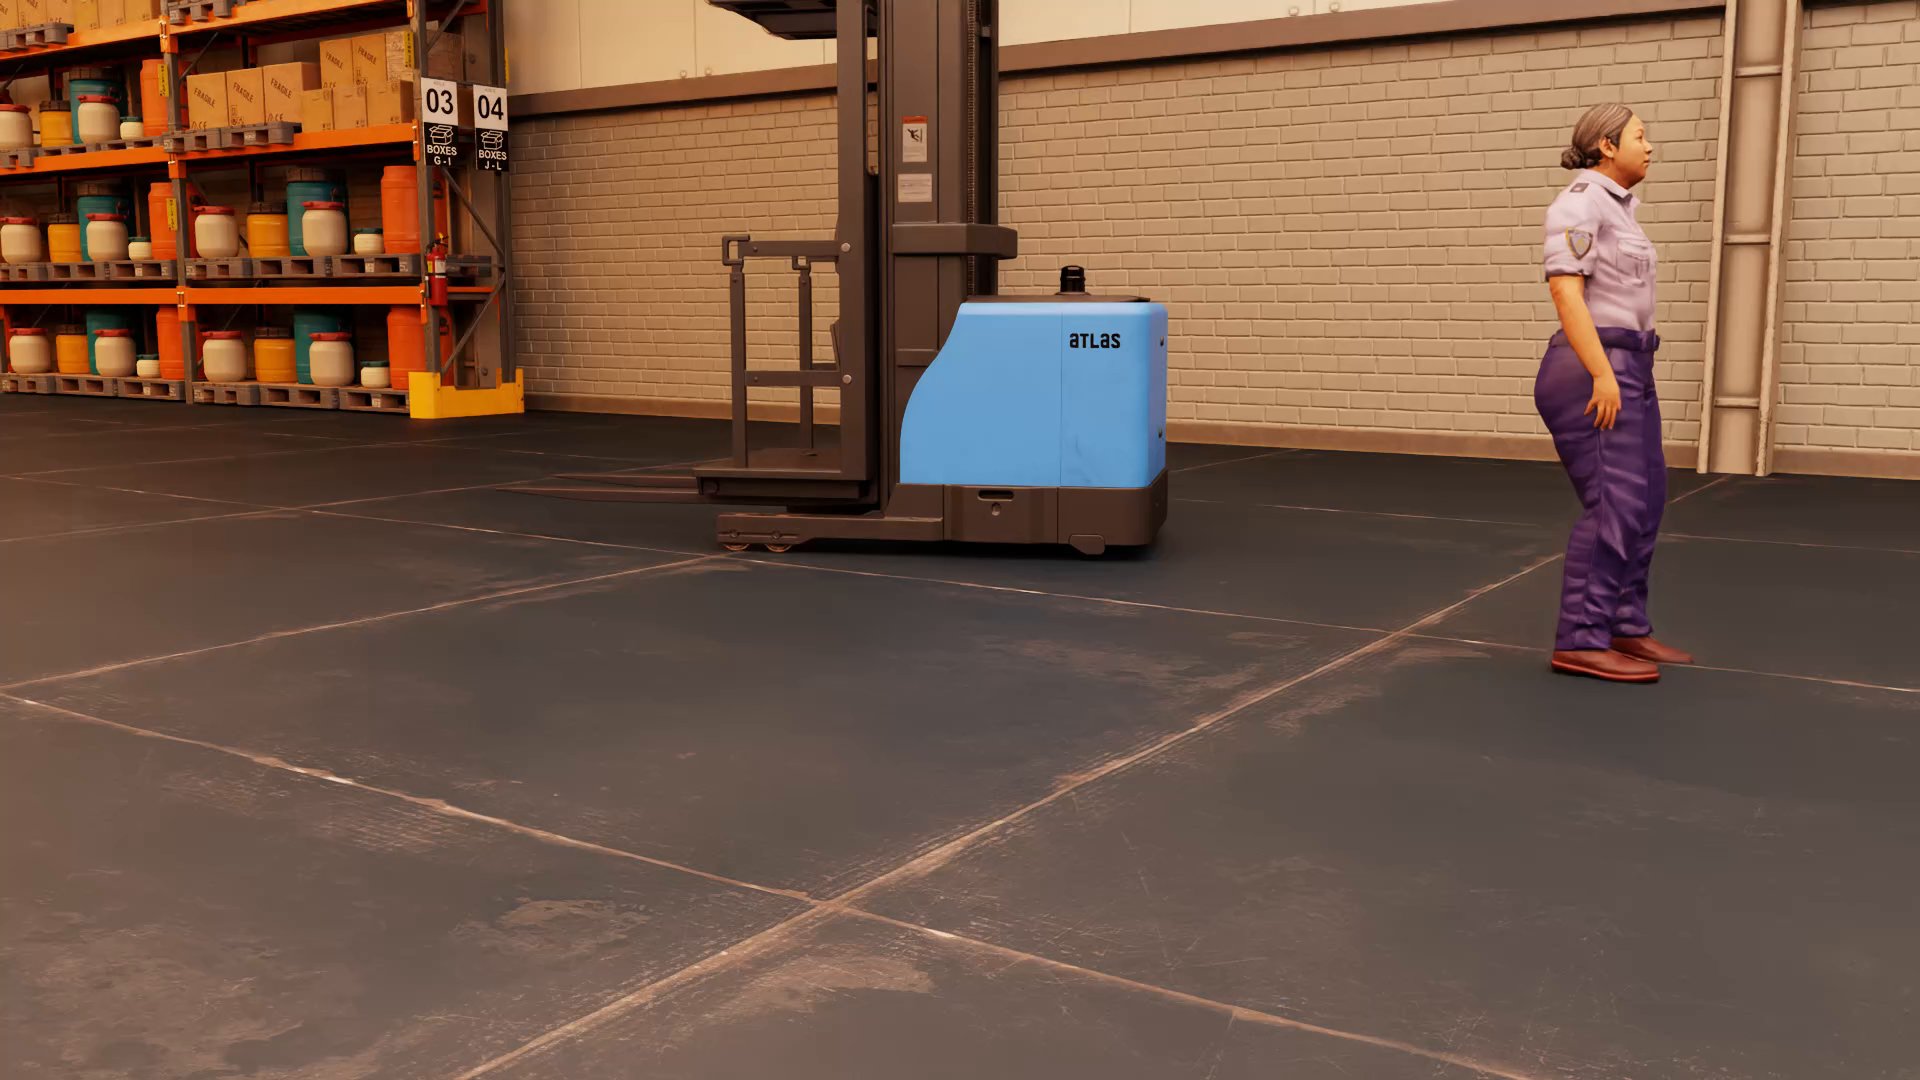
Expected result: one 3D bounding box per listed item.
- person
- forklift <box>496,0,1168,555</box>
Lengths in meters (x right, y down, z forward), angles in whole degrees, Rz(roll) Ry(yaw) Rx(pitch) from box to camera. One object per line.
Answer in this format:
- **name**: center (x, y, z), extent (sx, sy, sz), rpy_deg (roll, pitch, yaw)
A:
- **person**: center (1.937, -0.431, 4.873), extent (0.449, 1.673, 0.557), rpy_deg (5, 9, 31)
- **forklift**: center (-0.596, -1.469, 7.520), extent (3.031, 2.935, 1.130), rpy_deg (2, 8, 12)
